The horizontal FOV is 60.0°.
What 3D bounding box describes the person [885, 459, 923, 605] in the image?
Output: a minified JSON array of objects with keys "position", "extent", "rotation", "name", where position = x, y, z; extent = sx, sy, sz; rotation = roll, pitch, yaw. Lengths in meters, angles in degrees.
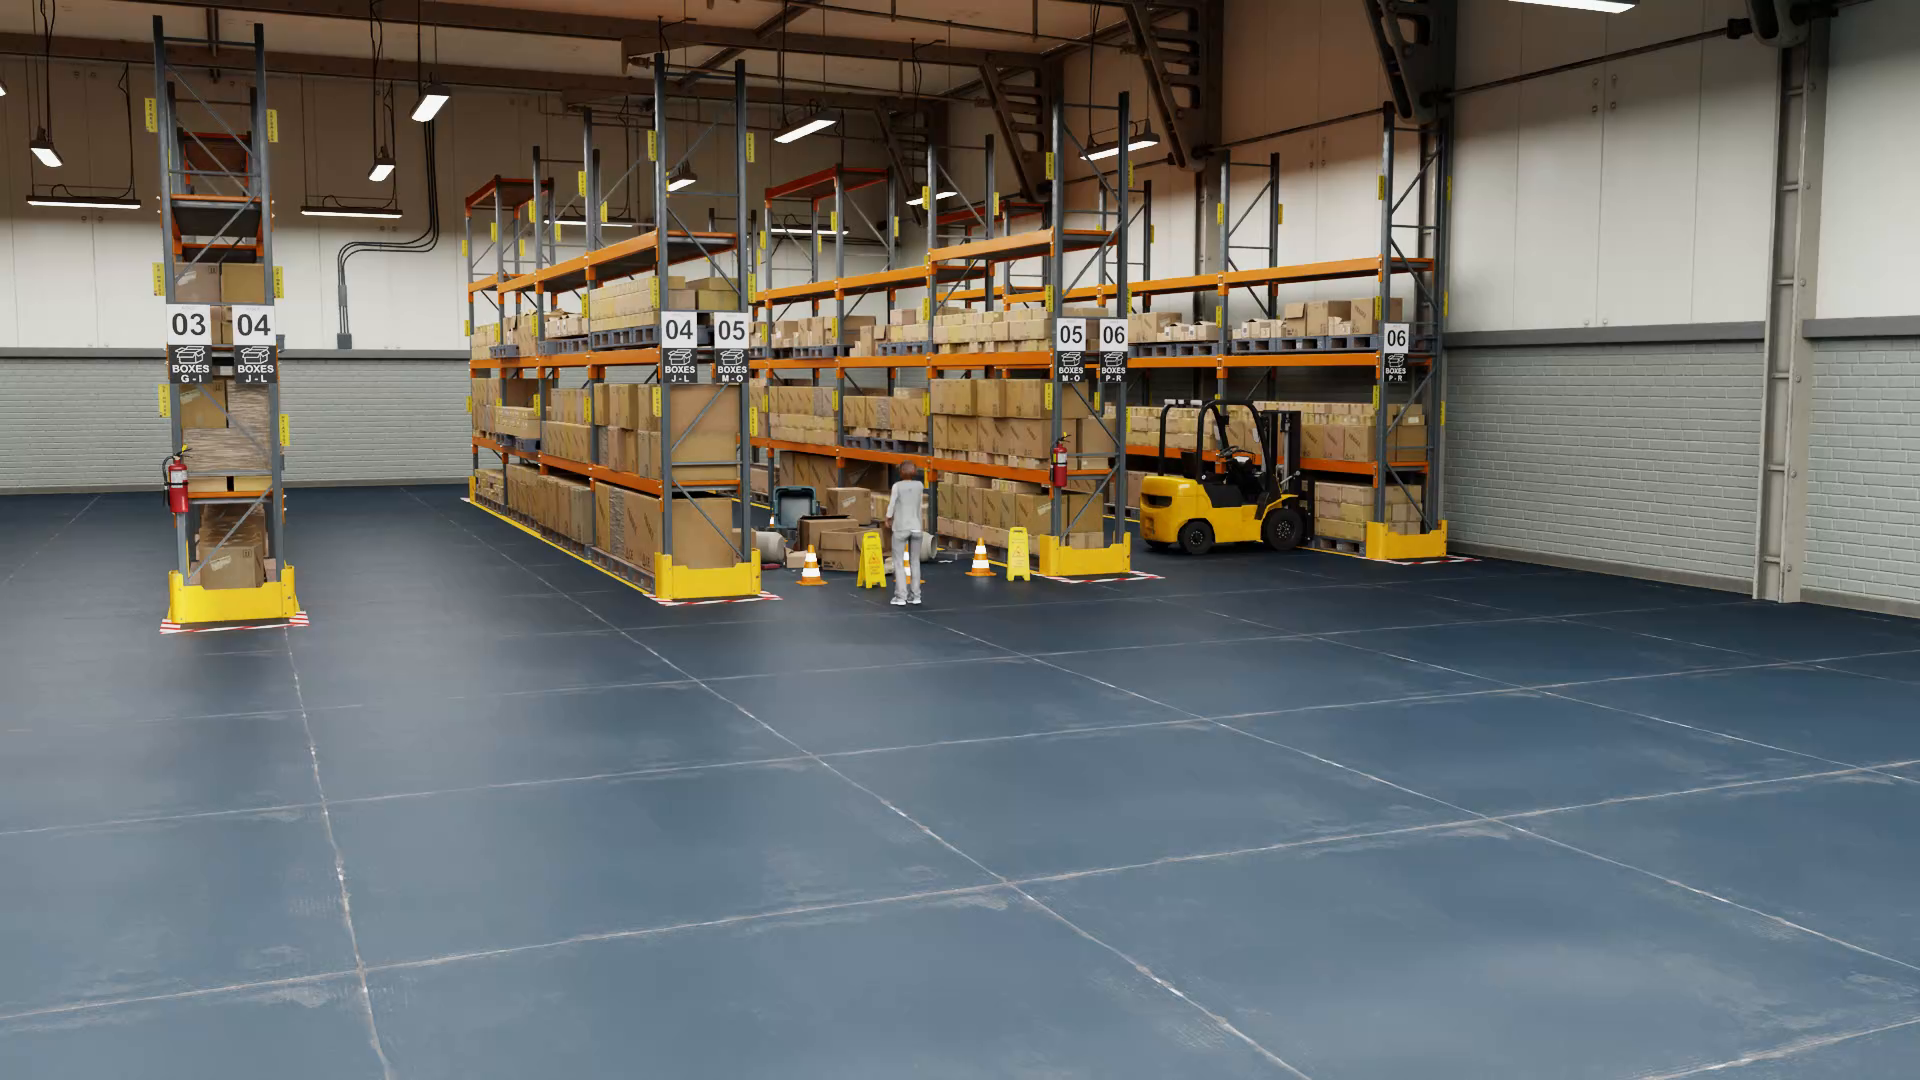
[{"position":[-0.605,-0.092,18.183],"extent":[0.405,1.593,0.488],"rotation":[-2,6,-23],"name":"person"}]
